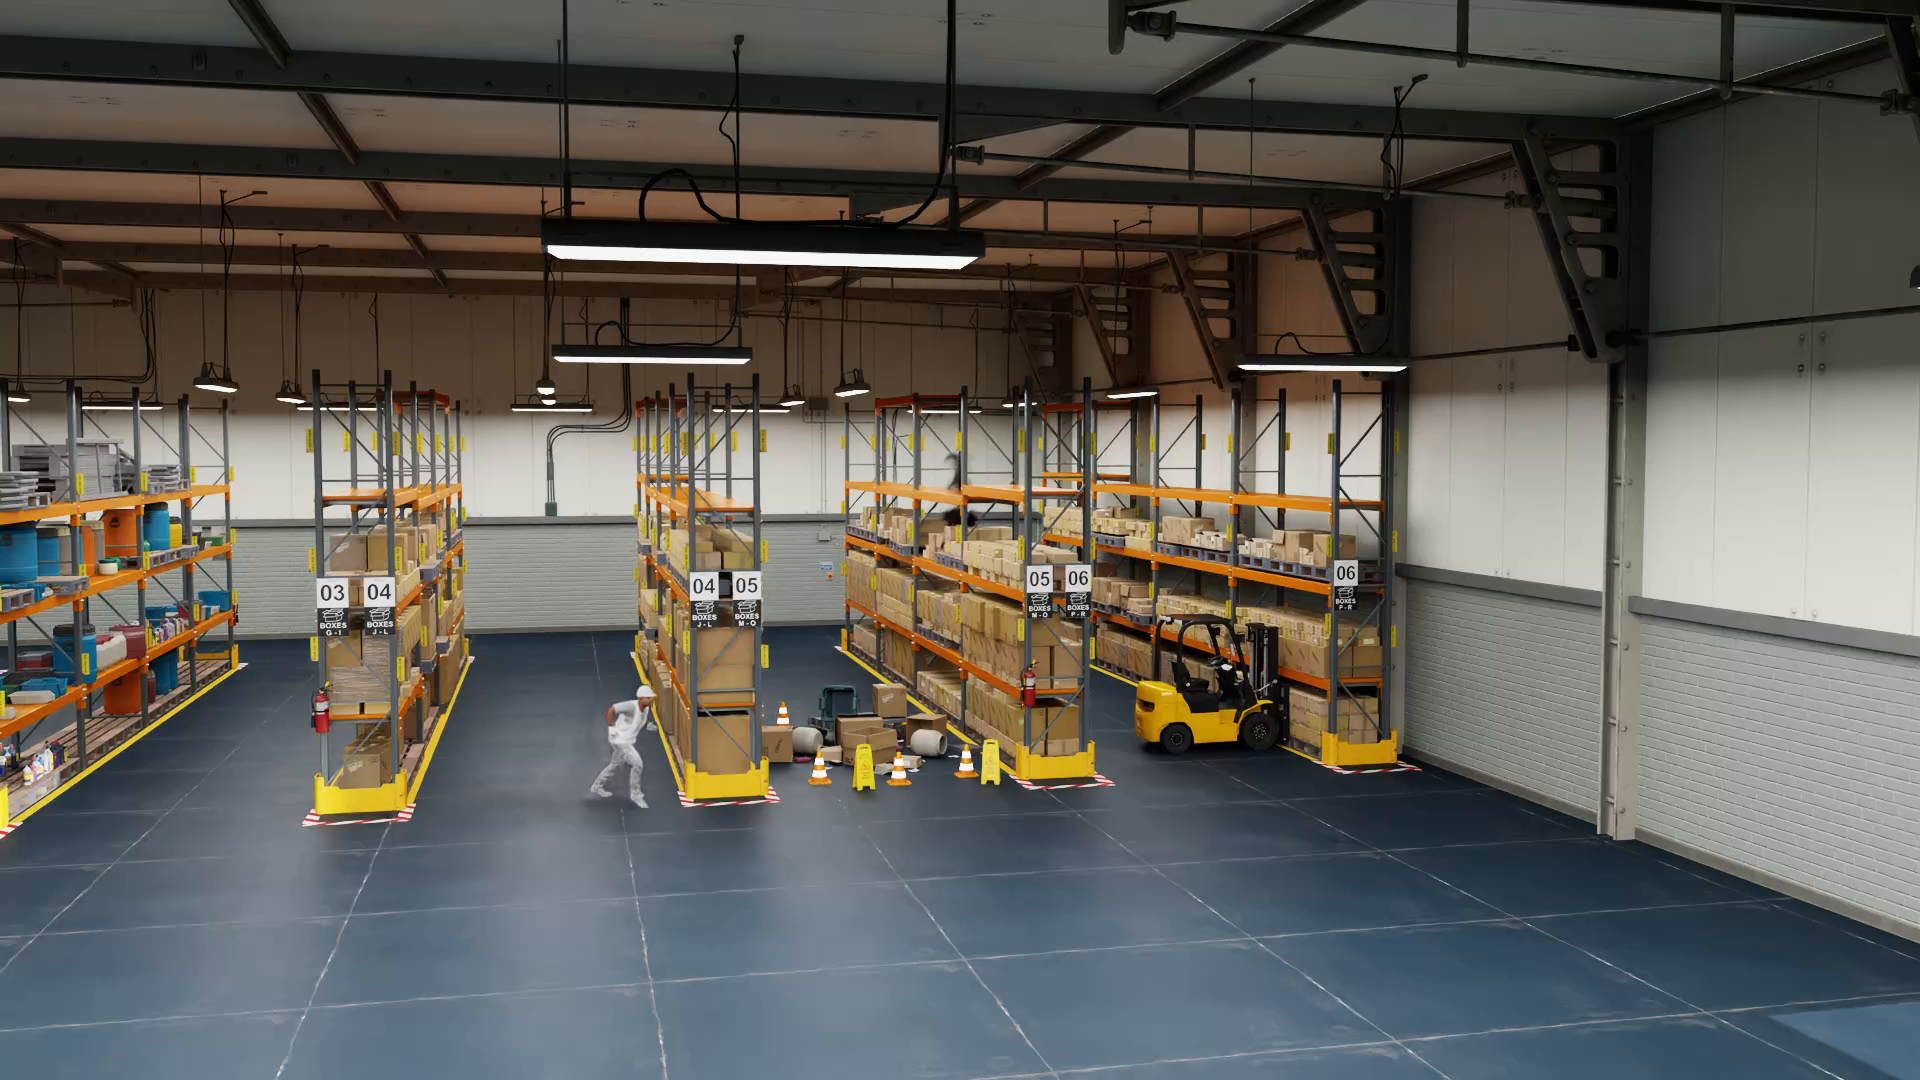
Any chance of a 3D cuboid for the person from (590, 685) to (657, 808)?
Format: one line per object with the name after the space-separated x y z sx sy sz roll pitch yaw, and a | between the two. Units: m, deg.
-4.683 2.860 23.015 1.038 1.729 0.729 1 3 18 | person
